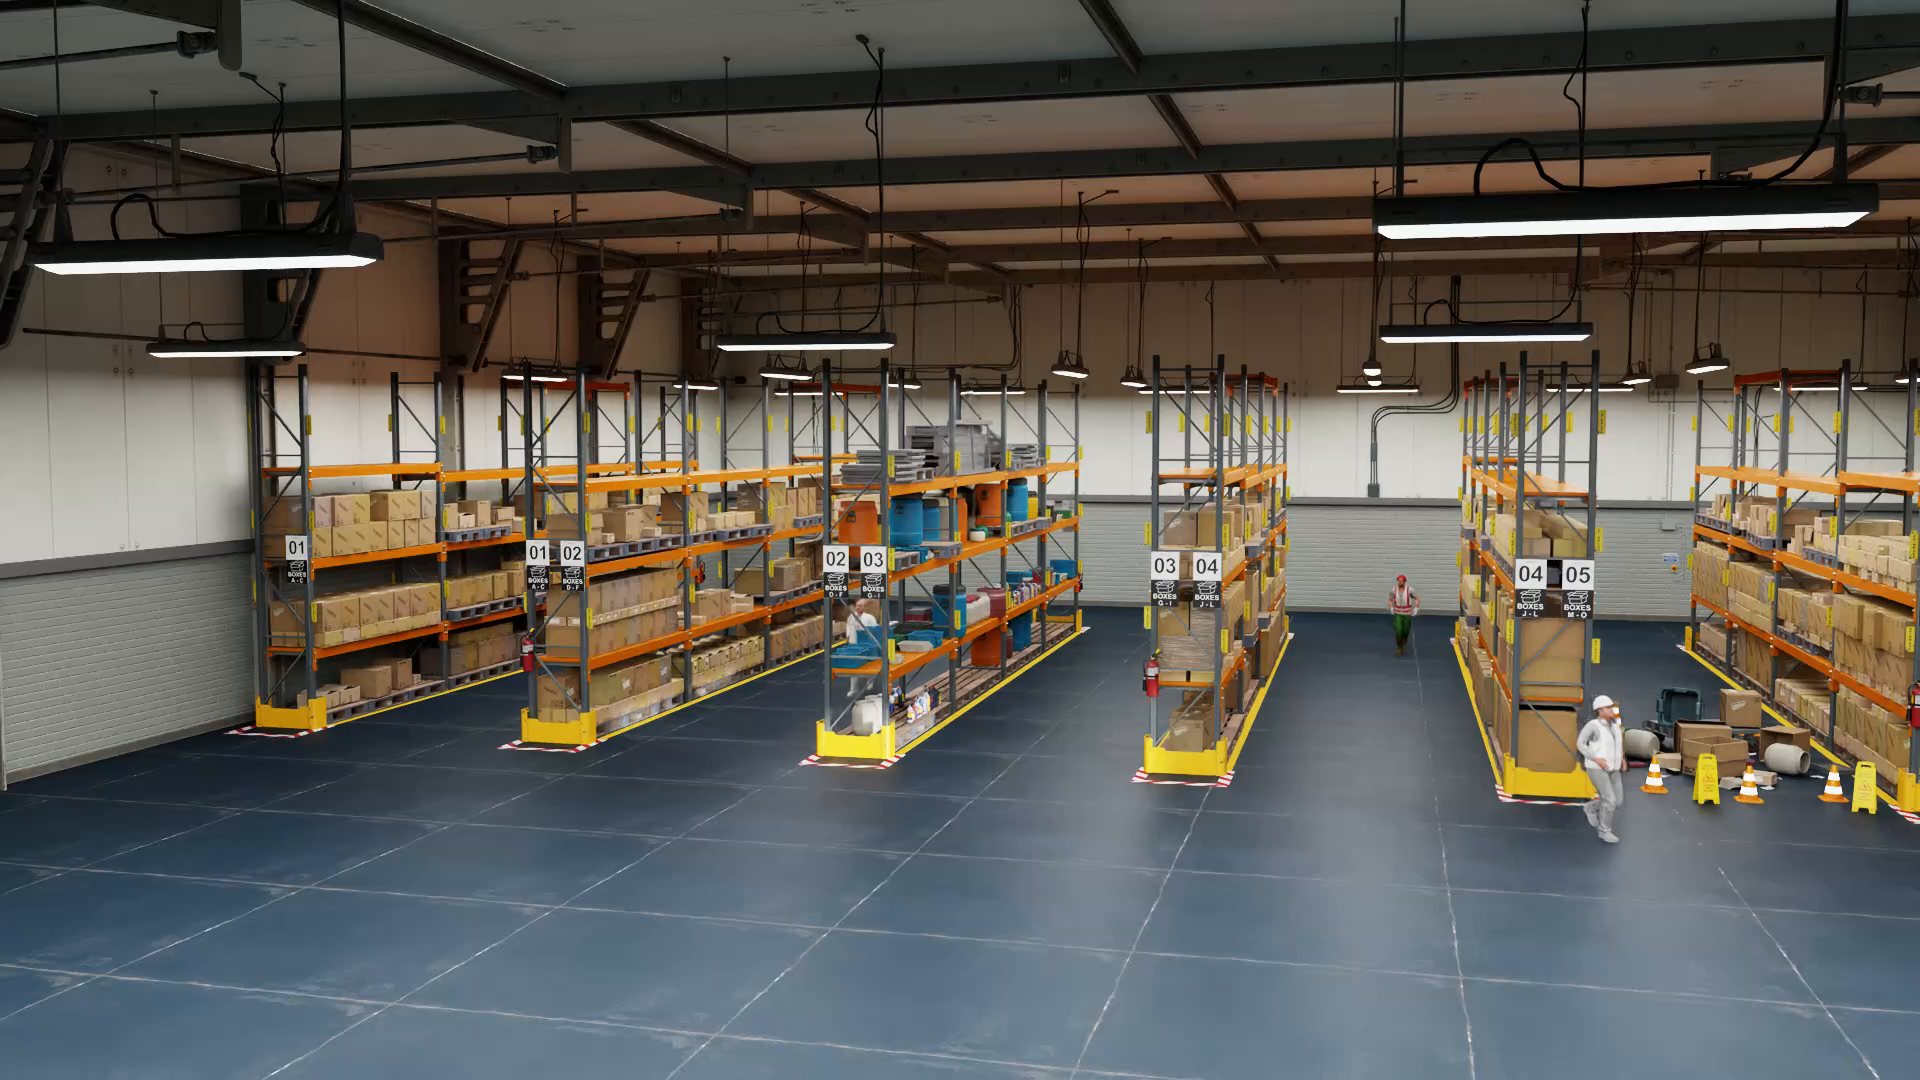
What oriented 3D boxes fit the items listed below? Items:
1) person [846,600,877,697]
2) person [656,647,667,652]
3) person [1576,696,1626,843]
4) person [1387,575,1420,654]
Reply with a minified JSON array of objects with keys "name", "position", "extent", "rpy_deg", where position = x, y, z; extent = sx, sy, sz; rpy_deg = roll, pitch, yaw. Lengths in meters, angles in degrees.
[{"name":"person","position":[-1.843,1.984,30.631],"extent":[0.704,1.753,1.014],"rpy_deg":[1,4,18]},{"name":"person","position":[-6.258,1.847,33.864],"extent":[0.614,1.610,0.913],"rpy_deg":[1,4,17]},{"name":"person","position":[7.745,2.747,20.135],"extent":[0.670,1.745,0.617],"rpy_deg":[-2,4,-27]},{"name":"person","position":[9.717,1.628,36.481],"extent":[0.678,1.751,0.672],"rpy_deg":[2,4,23]}]
